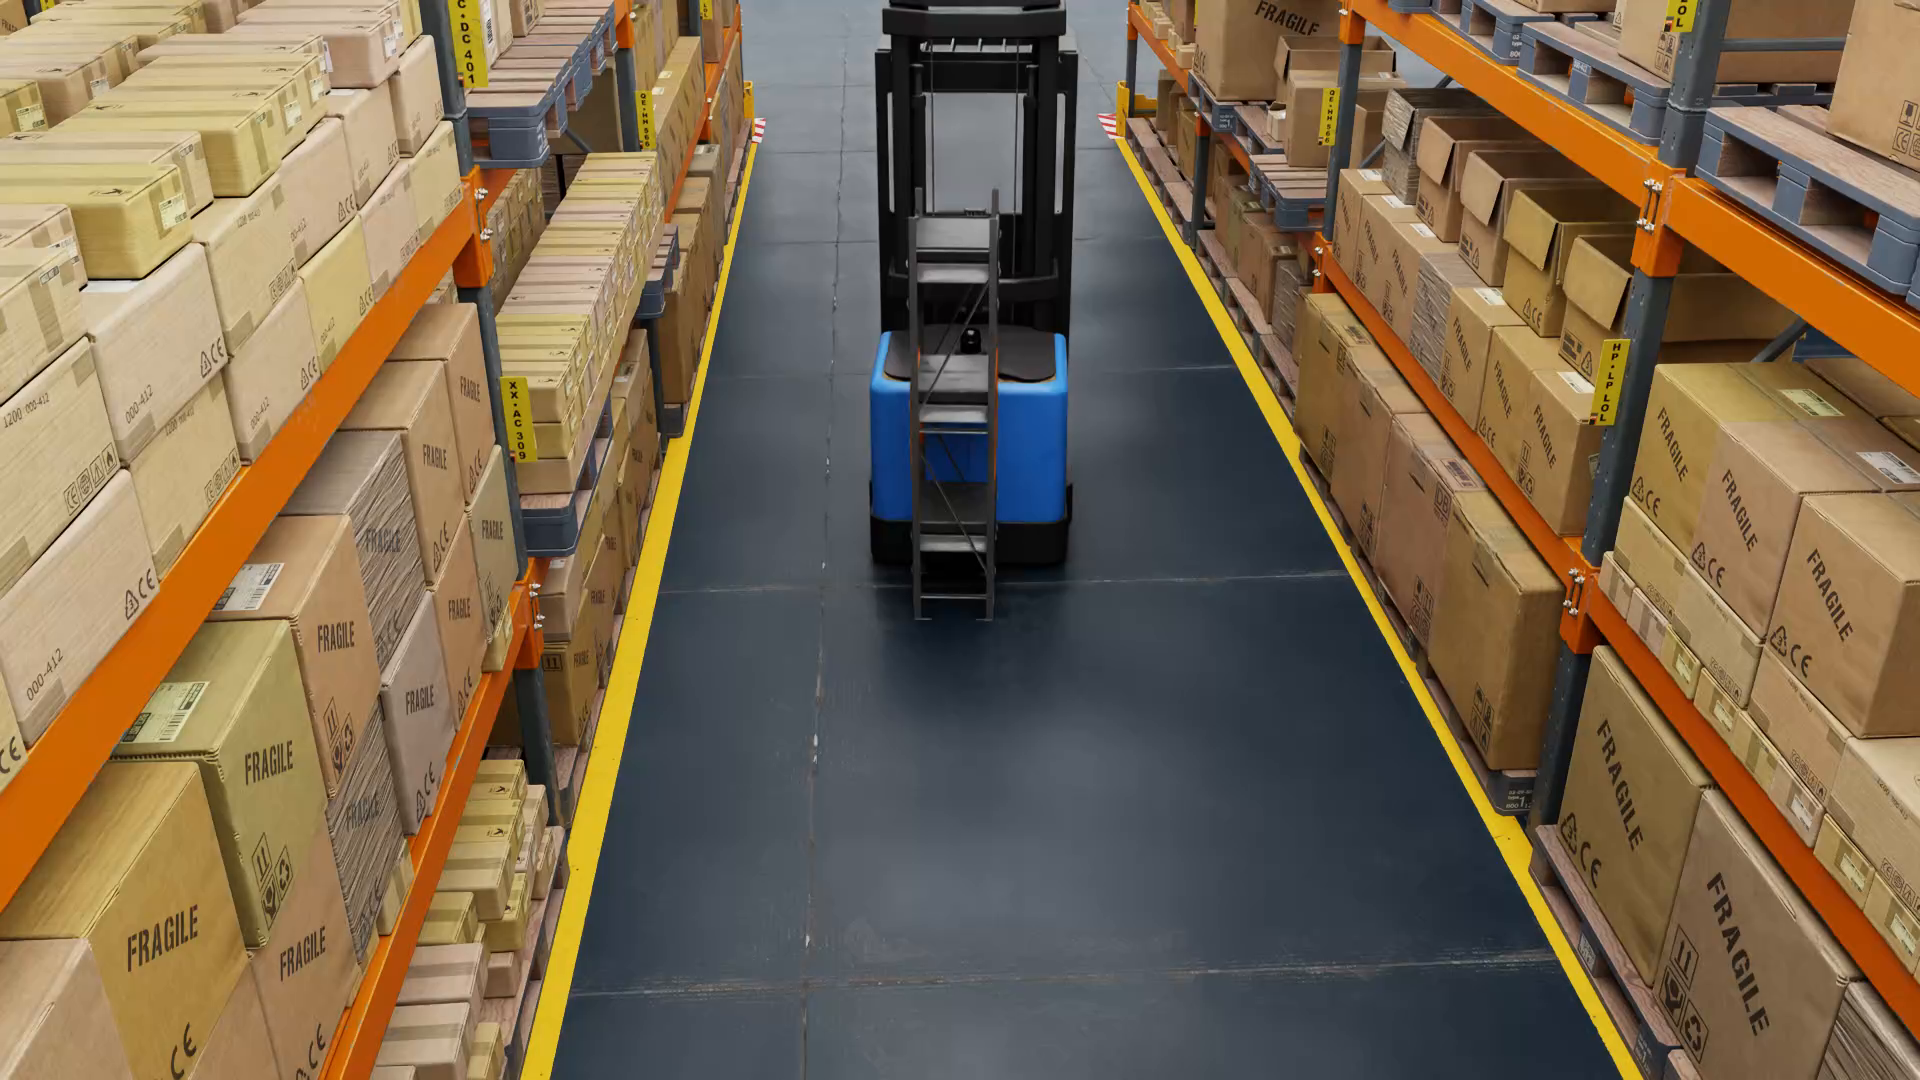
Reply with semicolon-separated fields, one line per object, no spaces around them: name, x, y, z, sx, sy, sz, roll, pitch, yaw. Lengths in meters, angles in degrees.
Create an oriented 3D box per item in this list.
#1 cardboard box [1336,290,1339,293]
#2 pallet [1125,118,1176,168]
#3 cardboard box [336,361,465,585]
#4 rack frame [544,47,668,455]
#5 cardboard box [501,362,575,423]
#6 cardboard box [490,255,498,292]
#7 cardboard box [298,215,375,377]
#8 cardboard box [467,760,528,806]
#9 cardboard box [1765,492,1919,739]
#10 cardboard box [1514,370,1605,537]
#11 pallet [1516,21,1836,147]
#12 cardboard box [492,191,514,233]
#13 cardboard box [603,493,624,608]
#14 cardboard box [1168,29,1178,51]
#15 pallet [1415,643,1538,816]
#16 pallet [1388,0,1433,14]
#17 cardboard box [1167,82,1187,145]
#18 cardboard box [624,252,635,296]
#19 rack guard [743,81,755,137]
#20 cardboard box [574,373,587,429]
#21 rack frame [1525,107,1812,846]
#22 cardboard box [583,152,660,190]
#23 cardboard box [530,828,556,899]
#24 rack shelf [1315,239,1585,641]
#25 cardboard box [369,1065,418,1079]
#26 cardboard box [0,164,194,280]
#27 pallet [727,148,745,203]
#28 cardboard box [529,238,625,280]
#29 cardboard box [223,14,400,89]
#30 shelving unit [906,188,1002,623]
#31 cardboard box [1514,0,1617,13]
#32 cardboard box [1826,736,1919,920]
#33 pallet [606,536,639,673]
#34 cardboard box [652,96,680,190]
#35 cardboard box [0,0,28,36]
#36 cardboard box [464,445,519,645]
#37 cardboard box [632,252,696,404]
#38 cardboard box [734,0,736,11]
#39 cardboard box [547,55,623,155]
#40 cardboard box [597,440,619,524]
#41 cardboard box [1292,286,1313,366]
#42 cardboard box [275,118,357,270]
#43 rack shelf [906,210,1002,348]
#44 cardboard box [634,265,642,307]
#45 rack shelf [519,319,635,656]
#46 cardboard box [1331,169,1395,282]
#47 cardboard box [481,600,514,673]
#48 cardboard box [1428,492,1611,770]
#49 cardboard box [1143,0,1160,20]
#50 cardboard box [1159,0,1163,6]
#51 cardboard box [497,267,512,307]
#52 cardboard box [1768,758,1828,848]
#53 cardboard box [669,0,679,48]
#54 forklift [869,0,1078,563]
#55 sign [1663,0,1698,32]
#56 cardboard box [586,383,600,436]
cardboard box;2.578;-1.673;10.630;0.500;0.250;0.500;0;28;-1
pallet;2.236;-3.992;16.675;1.003;0.211;1.213;-1;28;-3
cardboard box;-1.780;-0.195;4.869;0.500;0.500;0.500;-2;28;-4
rack frame;-2.316;-1.872;9.595;1.000;3.000;0.127;-1;28;-3
cardboard box;-1.668;-0.556;6.247;0.380;0.149;0.250;0;28;0
cardboard box;-2.422;-1.256;7.910;0.380;0.149;0.250;-2;28;-3
cardboard box;-1.770;-0.602;4.080;0.500;0.250;0.500;-2;28;-3
cardboard box;-1.828;0.948;6.175;0.380;0.149;0.250;-1;28;-1
cardboard box;2.671;0.200;4.653;0.500;0.500;0.500;-2;28;-4
cardboard box;2.555;-0.351;6.572;0.500;0.500;0.500;-1;28;-2
pallet;2.755;-1.765;6.354;0.805;0.209;1.217;-2;28;-5
cardboard box;-2.447;-1.632;8.311;0.380;0.149;0.250;-3;28;-5
cardboard box;-1.951;0.064;8.132;0.500;0.500;0.500;-1;28;-2
cardboard box;2.066;-4.466;14.841;0.380;0.149;0.250;-1;28;-3
pallet;2.736;0.784;7.518;1.003;0.211;1.213;-1;28;-3
pallet;2.730;-2.895;8.518;1.213;0.211;1.003;0;28;0
cardboard box;2.307;-4.153;16.218;0.500;0.500;0.500;6;28;11
cardboard box;-1.766;-1.266;7.929;0.380;0.149;0.250;-1;28;-1
rack guard;-2.735;-4.469;17.278;1.175;0.500;0.348;-1;28;-3
cardboard box;-1.683;-0.544;6.545;0.380;0.149;0.250;-2;28;-4
rack frame;2.852;-0.098;6.193;1.000;3.000;0.127;-1;28;-3
cardboard box;-1.832;-1.995;9.006;0.380;0.149;0.250;-2;28;-5
cardboard box;-1.746;1.226;6.284;0.380;0.149;0.250;-1;28;-2
rack shelf;2.747;-0.702;8.131;1.077;0.370;4.000;-1;28;-3
cardboard box;-1.783;1.666;4.798;0.380;0.149;0.250;-1;28;-3
cardboard box;-1.674;-0.592;3.089;0.380;0.149;0.250;-1;28;-1
pallet;-2.553;-3.400;15.541;1.003;0.211;1.213;-1;28;-3
cardboard box;-1.754;-1.278;7.630;0.380;0.149;0.250;-1;28;-1
cardboard box;-1.739;-1.315;4.474;0.380;0.149;0.250;-1;28;-3
shelving unit;-0.024;-0.631;8.190;0.431;2.100;0.503;1;28;2
cardboard box;2.771;-2.564;7.113;0.797;0.503;0.637;-2;28;-3
cardboard box;2.686;0.757;4.395;0.500;0.250;0.500;-1;28;-3
pallet;-2.216;0.288;8.470;1.003;0.211;1.213;-1;28;-3
cardboard box;-2.125;-2.598;10.879;0.500;0.500;0.500;-1;28;-3
cardboard box;-7.209;-3.707;12.231;0.500;0.500;0.500;-2;28;-4
cardboard box;-1.799;0.016;5.546;0.500;0.500;0.500;-1;28;-3
cardboard box;-2.257;-1.344;10.562;1.050;0.750;0.750;-2;28;-3
cardboard box;-2.669;-5.462;16.317;0.875;0.550;0.550;-1;28;-3
cardboard box;-2.329;-2.567;9.739;0.700;0.500;0.500;-2;28;-3
cardboard box;-1.934;-0.264;7.950;0.500;0.250;0.500;0;28;-1
cardboard box;2.588;-1.340;10.804;0.700;0.500;0.500;-3;28;-5
cardboard box;-1.781;-0.821;3.959;0.500;0.250;0.500;0;28;-1
rack shelf;-0.024;-1.240;7.872;0.431;0.518;0.480;1;28;2
cardboard box;-1.781;-1.257;8.234;0.380;0.149;0.250;-3;28;-5
rack shelf;-2.211;-0.629;7.991;1.077;0.370;4.000;-1;28;-3
cardboard box;2.397;-1.758;9.269;0.500;0.500;0.500;-1;28;-1
cardboard box;-1.736;0.329;5.646;0.380;0.149;0.250;-2;28;-4
cardboard box;2.798;0.363;7.153;1.225;0.875;0.875;-1;28;-2
cardboard box;1.994;-5.159;16.169;0.380;0.149;0.250;-1;28;-3
cardboard box;2.372;-5.333;15.801;0.875;0.500;0.500;-1;28;-3
cardboard box;-2.433;-1.239;8.200;0.380;0.149;0.250;-1;28;-1
cardboard box;2.603;0.757;4.827;0.380;0.149;0.250;-1;28;-2
cardboard box;-2.493;-3.977;12.443;0.700;0.500;0.500;-2;28;-4
forklift;0.098;-1.819;9.567;1.130;2.935;3.031;1;28;2
sign;2.310;-1.779;5.274;0.100;0.325;0.005;-1;28;-3
cardboard box;-1.697;-0.536;6.851;0.380;0.149;0.250;-1;28;-2
